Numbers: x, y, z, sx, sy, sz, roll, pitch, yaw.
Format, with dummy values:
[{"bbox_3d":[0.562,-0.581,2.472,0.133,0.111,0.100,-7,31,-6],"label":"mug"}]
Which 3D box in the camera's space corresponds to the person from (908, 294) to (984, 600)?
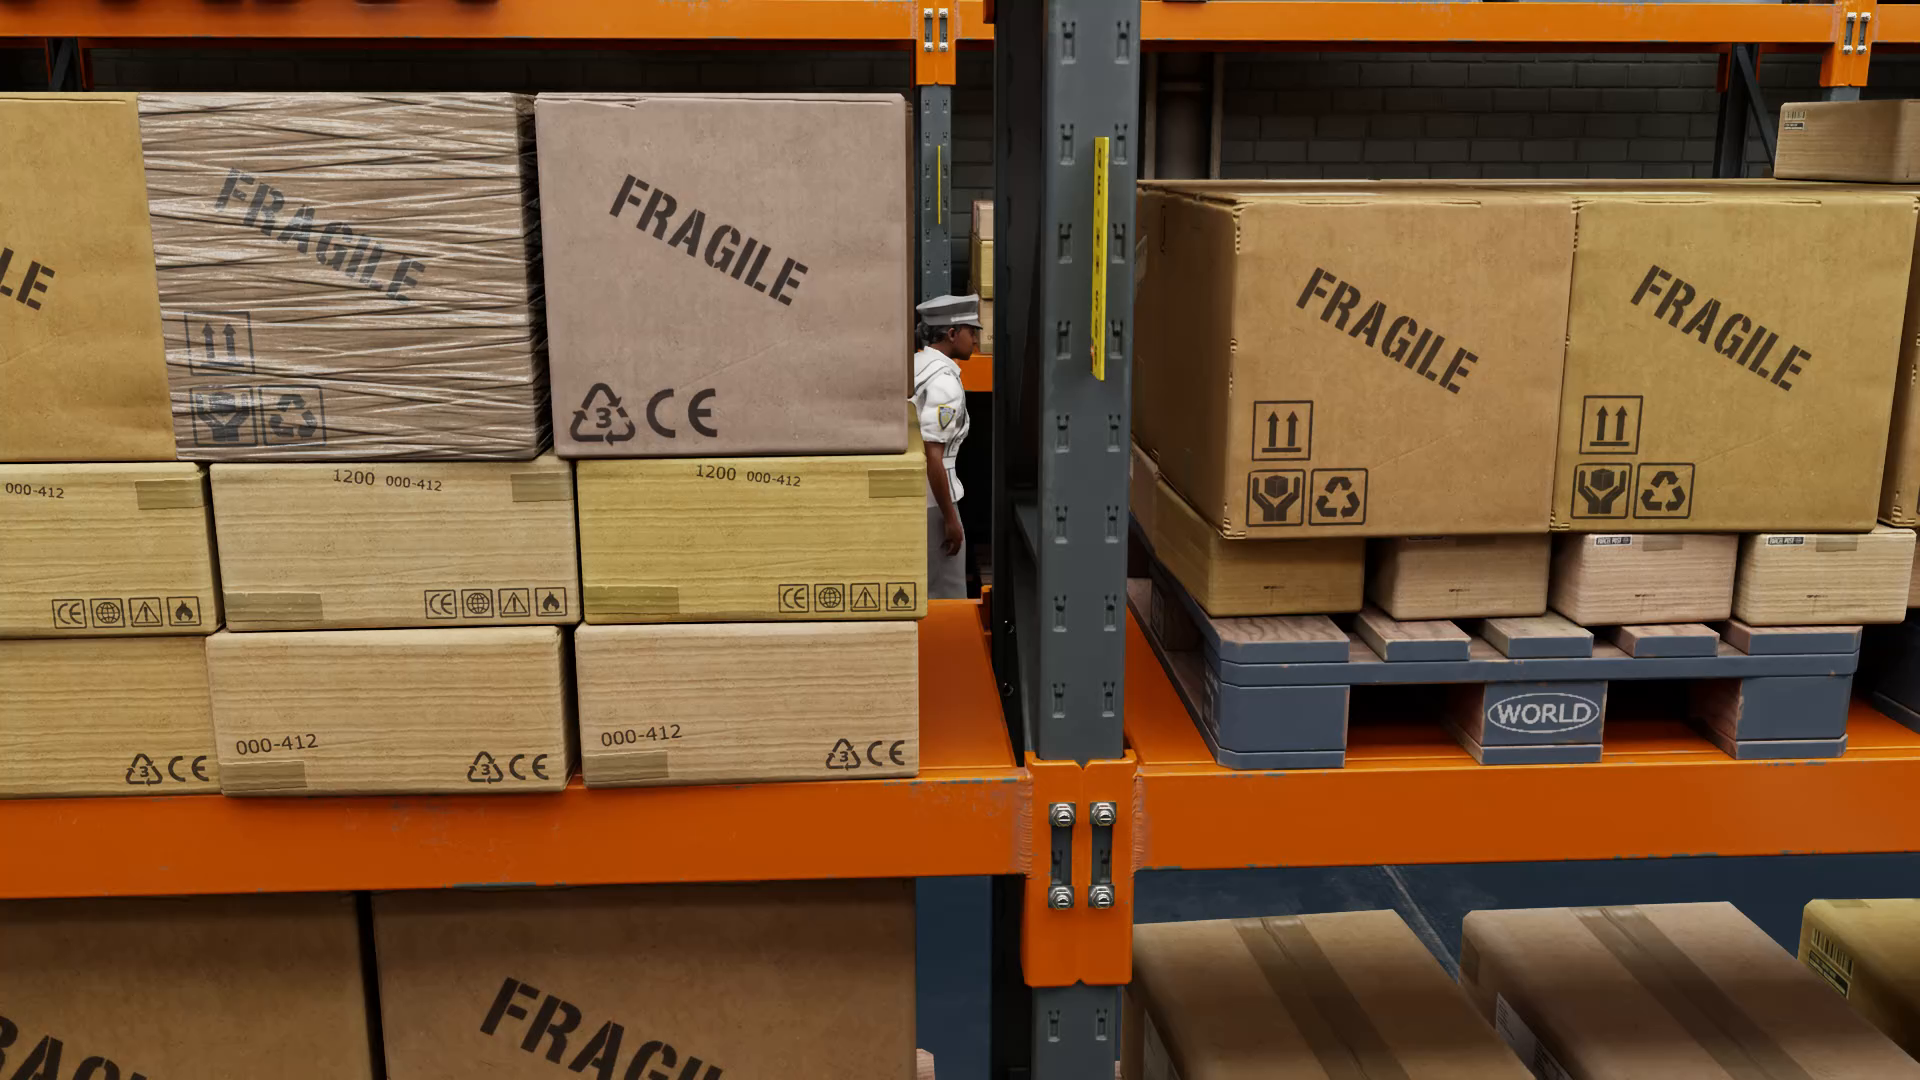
[{"bbox_3d":[-0.079,-0.118,6.482,0.427,1.658,0.525,-3,14,-12],"label":"person"}]
